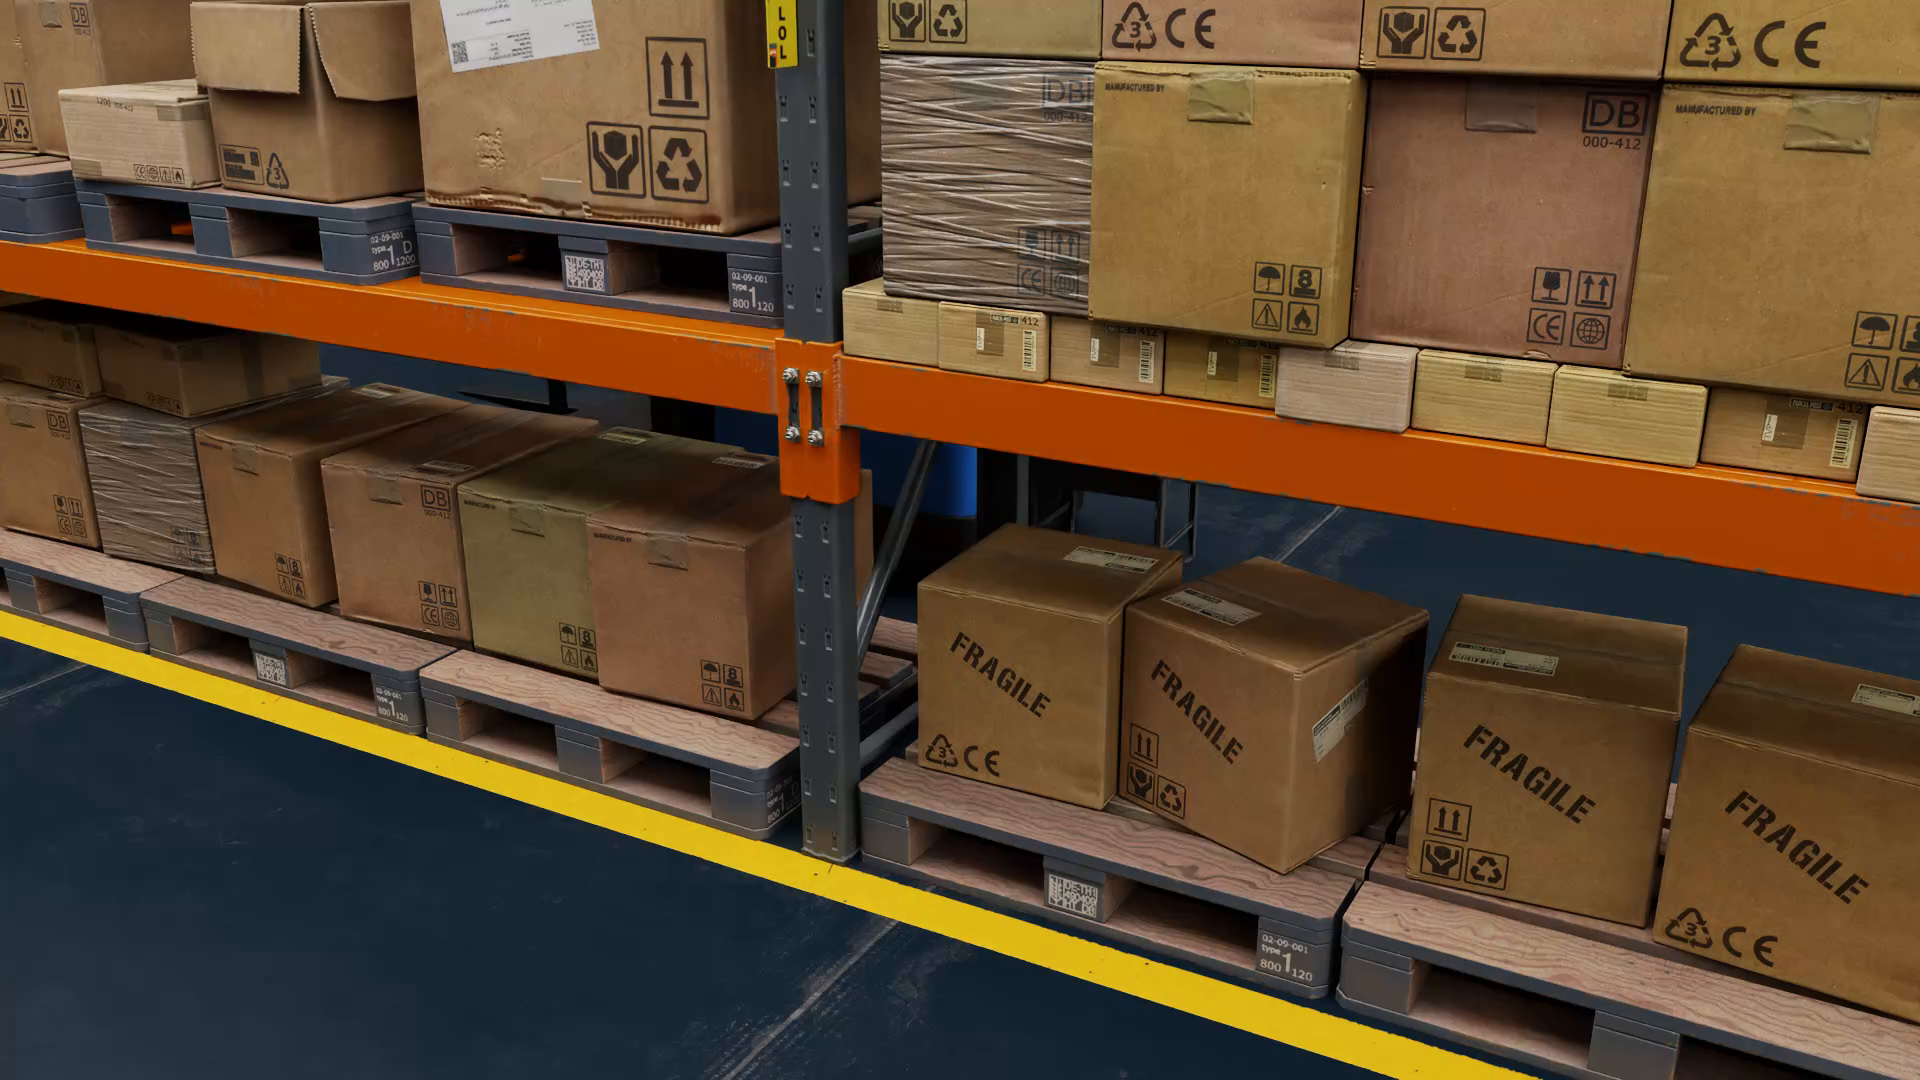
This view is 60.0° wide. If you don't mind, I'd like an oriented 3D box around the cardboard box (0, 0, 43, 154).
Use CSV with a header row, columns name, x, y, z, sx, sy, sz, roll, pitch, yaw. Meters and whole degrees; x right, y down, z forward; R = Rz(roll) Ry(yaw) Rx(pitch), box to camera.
name,x,y,z,sx,sy,sz,roll,pitch,yaw
cardboard box,-3.101,-1.589,5.584,0.500,0.500,0.500,8,21,21

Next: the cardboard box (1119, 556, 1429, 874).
name,x,y,z,sx,sy,sz,roll,pitch,yaw
cardboard box,0.734,0.392,3.935,0.500,0.500,0.500,-17,26,-39

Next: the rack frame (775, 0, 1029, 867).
name,x,y,z,sx,sy,sz,roll,pitch,yaw
rack frame,-0.100,-0.757,4.053,0.127,3.000,1.000,11,23,27

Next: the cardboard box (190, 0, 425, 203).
name,x,y,z,sx,sy,sz,roll,pitch,yaw
cardboard box,-1.658,-1.264,4.683,0.637,0.503,0.797,13,24,33

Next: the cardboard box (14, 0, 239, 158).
name,x,y,z,sx,sy,sz,roll,pitch,yaw
cardboard box,-2.565,-1.526,5.410,0.500,0.500,0.700,15,25,35

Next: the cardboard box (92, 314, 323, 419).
name,x,y,z,sx,sy,sz,roll,pitch,yaw
cardboard box,-2.524,-0.619,5.593,0.500,0.250,0.500,14,24,33

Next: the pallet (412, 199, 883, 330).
name,x,y,z,sx,sy,sz,roll,pitch,yaw
pallet,-0.696,-0.837,4.556,1.213,0.211,1.003,11,23,27

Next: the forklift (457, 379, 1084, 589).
name,x,y,z,sx,sy,sz,roll,pitch,yaw
forklift,-1.069,-1.536,6.300,3.031,2.935,1.130,10,22,25

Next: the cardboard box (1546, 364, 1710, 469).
name,x,y,z,sx,sy,sz,roll,pitch,yaw
cardboard box,1.257,-0.268,3.074,0.250,0.149,0.380,11,23,27

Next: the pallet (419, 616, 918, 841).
name,x,y,z,sx,sy,sz,roll,pitch,yaw
pallet,-0.780,0.425,4.884,1.213,0.211,1.003,11,23,27

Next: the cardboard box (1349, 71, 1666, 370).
name,x,y,z,sx,sy,sz,roll,pitch,yaw
cardboard box,1.168,-0.704,3.324,0.500,0.500,0.875,11,23,27

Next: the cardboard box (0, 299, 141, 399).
name,x,y,z,sx,sy,sz,roll,pitch,yaw
cardboard box,-2.992,-0.704,5.828,0.500,0.250,0.500,12,23,29

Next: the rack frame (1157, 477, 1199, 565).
name,x,y,z,sx,sy,sz,roll,pitch,yaw
rack frame,0.779,-0.862,5.662,0.015,2.100,0.400,10,22,25

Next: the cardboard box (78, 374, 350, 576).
name,x,y,z,sx,sy,sz,roll,pitch,yaw
cardboard box,-2.507,-0.260,5.704,0.500,0.500,0.700,9,22,23

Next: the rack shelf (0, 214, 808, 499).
name,x,y,z,sx,sy,sz,roll,pitch,yaw
rack shelf,-1.846,-0.751,5.093,4.000,0.370,1.077,11,23,27

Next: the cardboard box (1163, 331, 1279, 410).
name,x,y,z,sx,sy,sz,roll,pitch,yaw
cardboard box,0.608,-0.396,3.427,0.250,0.149,0.380,11,23,27

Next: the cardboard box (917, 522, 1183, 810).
name,x,y,z,sx,sy,sz,roll,pitch,yaw
cardboard box,0.230,0.299,4.192,0.500,0.500,0.500,10,22,26

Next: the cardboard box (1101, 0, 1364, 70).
name,x,y,z,sx,sy,sz,roll,pitch,yaw
cardboard box,0.606,-1.181,3.172,0.500,0.500,0.500,11,23,27

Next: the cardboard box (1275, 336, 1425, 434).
name,x,y,z,sx,sy,sz,roll,pitch,yaw
cardboard box,0.806,-0.342,3.278,0.250,0.149,0.380,11,23,27

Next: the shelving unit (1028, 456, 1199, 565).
name,x,y,z,sx,sy,sz,roll,pitch,yaw
shelving unit,0.561,-0.899,5.765,0.503,2.100,0.431,10,22,25

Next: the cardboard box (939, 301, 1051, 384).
name,x,y,z,sx,sy,sz,roll,pitch,yaw
cardboard box,0.153,-0.468,3.625,0.250,0.149,0.380,11,23,27

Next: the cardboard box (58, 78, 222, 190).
name,x,y,z,sx,sy,sz,roll,pitch,yaw
cardboard box,-2.241,-1.202,4.884,0.500,0.250,0.500,10,22,26

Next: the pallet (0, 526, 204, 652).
name,x,y,z,sx,sy,sz,roll,pitch,yaw
pallet,-2.910,0.019,6.003,1.213,0.211,1.003,11,23,27

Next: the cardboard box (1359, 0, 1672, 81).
name,x,y,z,sx,sy,sz,roll,pitch,yaw
cardboard box,1.043,-1.097,2.942,0.500,0.500,0.500,11,23,27

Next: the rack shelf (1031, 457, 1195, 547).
name,x,y,z,sx,sy,sz,roll,pitch,yaw
rack shelf,0.561,-0.228,6.008,0.480,0.518,0.431,10,22,25

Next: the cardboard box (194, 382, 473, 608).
name,x,y,z,sx,sy,sz,roll,pitch,yaw
cardboard box,-2.008,-0.168,5.449,0.500,0.500,0.700,13,24,32

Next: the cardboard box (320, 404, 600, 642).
name,x,y,z,sx,sy,sz,roll,pitch,yaw
cardboard box,-1.521,-0.075,5.194,0.500,0.500,0.700,9,22,23

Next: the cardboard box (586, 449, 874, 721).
name,x,y,z,sx,sy,sz,roll,pitch,yaw
cardboard box,-0.625,0.103,4.704,0.500,0.500,0.700,9,22,23

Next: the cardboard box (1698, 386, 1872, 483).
name,x,y,z,sx,sy,sz,roll,pitch,yaw
cardboard box,1.498,-0.240,2.997,0.250,0.149,0.380,11,23,27

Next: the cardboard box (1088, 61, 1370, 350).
name,x,y,z,sx,sy,sz,roll,pitch,yaw
cardboard box,0.682,-0.757,3.470,0.500,0.500,0.875,11,23,27

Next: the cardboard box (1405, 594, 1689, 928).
name,x,y,z,sx,sy,sz,roll,pitch,yaw
cardboard box,1.314,0.472,3.715,0.500,0.500,0.500,9,22,23

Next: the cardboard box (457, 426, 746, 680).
name,x,y,z,sx,sy,sz,roll,pitch,yaw
cardboard box,-1.033,0.018,4.938,0.500,0.500,0.700,11,22,27

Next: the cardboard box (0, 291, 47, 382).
name,x,y,z,sx,sy,sz,roll,pitch,yaw
cardboard box,-4.184,-0.742,6.511,0.875,0.875,1.225,10,22,25

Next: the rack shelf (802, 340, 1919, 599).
name,x,y,z,sx,sy,sz,roll,pitch,yaw
rack shelf,1.646,-0.086,3.259,4.000,0.370,1.077,11,23,27

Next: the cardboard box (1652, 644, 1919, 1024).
name,x,y,z,sx,sy,sz,roll,pitch,yaw
cardboard box,1.779,0.578,3.423,0.500,0.500,0.500,13,24,32

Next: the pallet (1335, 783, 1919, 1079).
name,x,y,z,sx,sy,sz,roll,pitch,yaw
pallet,1.573,0.858,3.691,1.213,0.211,1.003,11,23,27

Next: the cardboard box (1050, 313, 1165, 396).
name,x,y,z,sx,sy,sz,roll,pitch,yaw
cardboard box,0.385,-0.435,3.533,0.250,0.149,0.380,11,23,27

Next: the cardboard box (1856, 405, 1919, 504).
name,x,y,z,sx,sy,sz,roll,pitch,yaw
cardboard box,1.682,-0.178,2.825,0.250,0.149,0.380,11,23,27

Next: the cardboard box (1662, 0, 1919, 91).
name,x,y,z,sx,sy,sz,roll,pitch,yaw
cardboard box,1.484,-1.018,2.722,0.500,0.500,0.500,11,23,27

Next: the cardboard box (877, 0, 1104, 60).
name,x,y,z,sx,sy,sz,roll,pitch,yaw
cardboard box,0.169,-1.263,3.400,0.500,0.500,0.500,11,23,27

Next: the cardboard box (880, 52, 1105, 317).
name,x,y,z,sx,sy,sz,roll,pitch,yaw
cardboard box,0.263,-0.851,3.728,0.500,0.500,0.875,11,23,27

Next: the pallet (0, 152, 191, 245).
name,x,y,z,sx,sy,sz,roll,pitch,yaw
pallet,-2.918,-1.245,5.680,1.003,0.211,1.213,11,23,27

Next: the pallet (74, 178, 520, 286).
name,x,y,z,sx,sy,sz,roll,pitch,yaw
pallet,-1.844,-1.015,5.046,1.213,0.211,1.003,11,23,27

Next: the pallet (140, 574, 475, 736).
name,x,y,z,sx,sy,sz,roll,pitch,yaw
pallet,-1.849,0.222,5.443,1.213,0.211,1.003,11,23,27

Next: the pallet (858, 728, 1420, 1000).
name,x,y,z,sx,sy,sz,roll,pitch,yaw
pallet,0.504,0.655,4.250,1.213,0.211,1.003,11,23,27

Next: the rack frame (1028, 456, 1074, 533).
name,x,y,z,sx,sy,sz,roll,pitch,yaw
rack frame,0.343,-0.936,5.868,0.015,2.100,0.400,10,22,25

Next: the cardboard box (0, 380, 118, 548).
name,x,y,z,sx,sy,sz,roll,pitch,yaw
cardboard box,-2.997,-0.348,5.947,0.500,0.500,0.700,10,22,24

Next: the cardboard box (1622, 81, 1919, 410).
name,x,y,z,sx,sy,sz,roll,pitch,yaw
cardboard box,1.584,-0.608,3.061,0.500,0.500,0.875,11,23,27

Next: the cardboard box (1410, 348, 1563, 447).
name,x,y,z,sx,sy,sz,roll,pitch,yaw
cardboard box,1.044,-0.313,3.198,0.250,0.149,0.380,11,23,27

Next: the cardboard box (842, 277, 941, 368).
name,x,y,z,sx,sy,sz,roll,pitch,yaw
cardboard box,-0.059,-0.514,3.751,0.250,0.149,0.380,11,23,27

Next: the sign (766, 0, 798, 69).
name,x,y,z,sx,sy,sz,roll,pitch,yaw
sign,-0.367,-1.135,3.399,0.005,0.325,0.100,11,23,27

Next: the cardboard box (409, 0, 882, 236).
name,x,y,z,sx,sy,sz,roll,pitch,yaw
cardboard box,-0.725,-1.410,4.358,1.000,1.000,1.000,11,23,28
